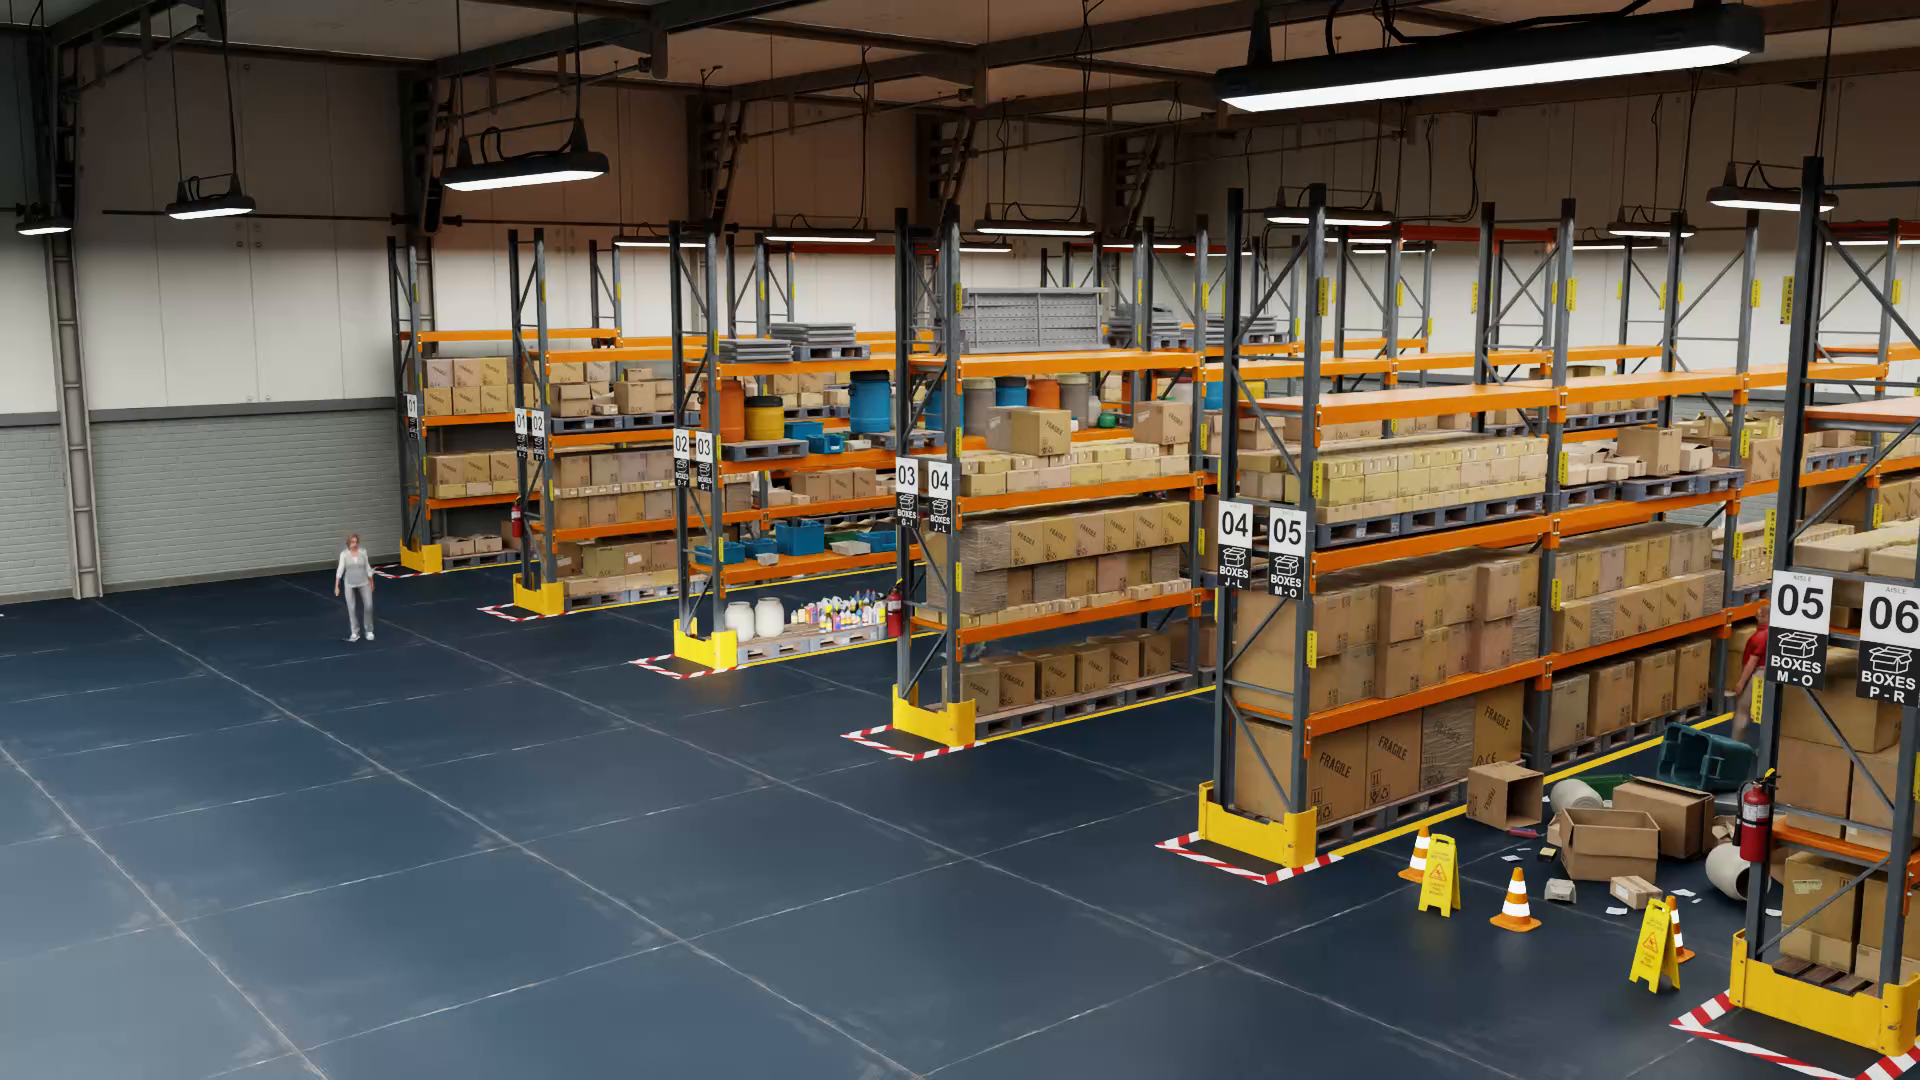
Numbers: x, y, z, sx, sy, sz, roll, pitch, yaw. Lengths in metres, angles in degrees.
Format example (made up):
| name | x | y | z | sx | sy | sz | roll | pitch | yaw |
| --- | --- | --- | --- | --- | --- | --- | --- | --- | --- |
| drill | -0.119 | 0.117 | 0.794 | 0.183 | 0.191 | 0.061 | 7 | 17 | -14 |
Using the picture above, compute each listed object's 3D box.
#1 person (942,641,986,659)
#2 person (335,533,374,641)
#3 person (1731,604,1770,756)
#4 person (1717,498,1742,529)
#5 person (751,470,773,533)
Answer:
| name | x | y | z | sx | sy | sz | roll | pitch | yaw |
| --- | --- | --- | --- | --- | --- | --- | --- | --- | --- |
| person | 0.047 | 0.696 | 21.788 | 0.429 | 1.837 | 0.615 | 8 | 12 | 41 |
| person | -8.815 | 0.700 | 24.218 | 0.553 | 1.606 | 0.344 | -4 | 10 | -23 |
| person | 8.732 | 1.549 | 18.178 | 0.602 | 1.735 | 0.455 | -1 | 9 | -9 |
| person | 13.688 | -0.241 | 29.626 | 1.083 | 1.751 | 0.615 | 4 | 10 | 26 |
| person | -4.000 | -0.779 | 32.939 | 0.506 | 1.780 | 0.585 | 8 | 12 | 42 |
